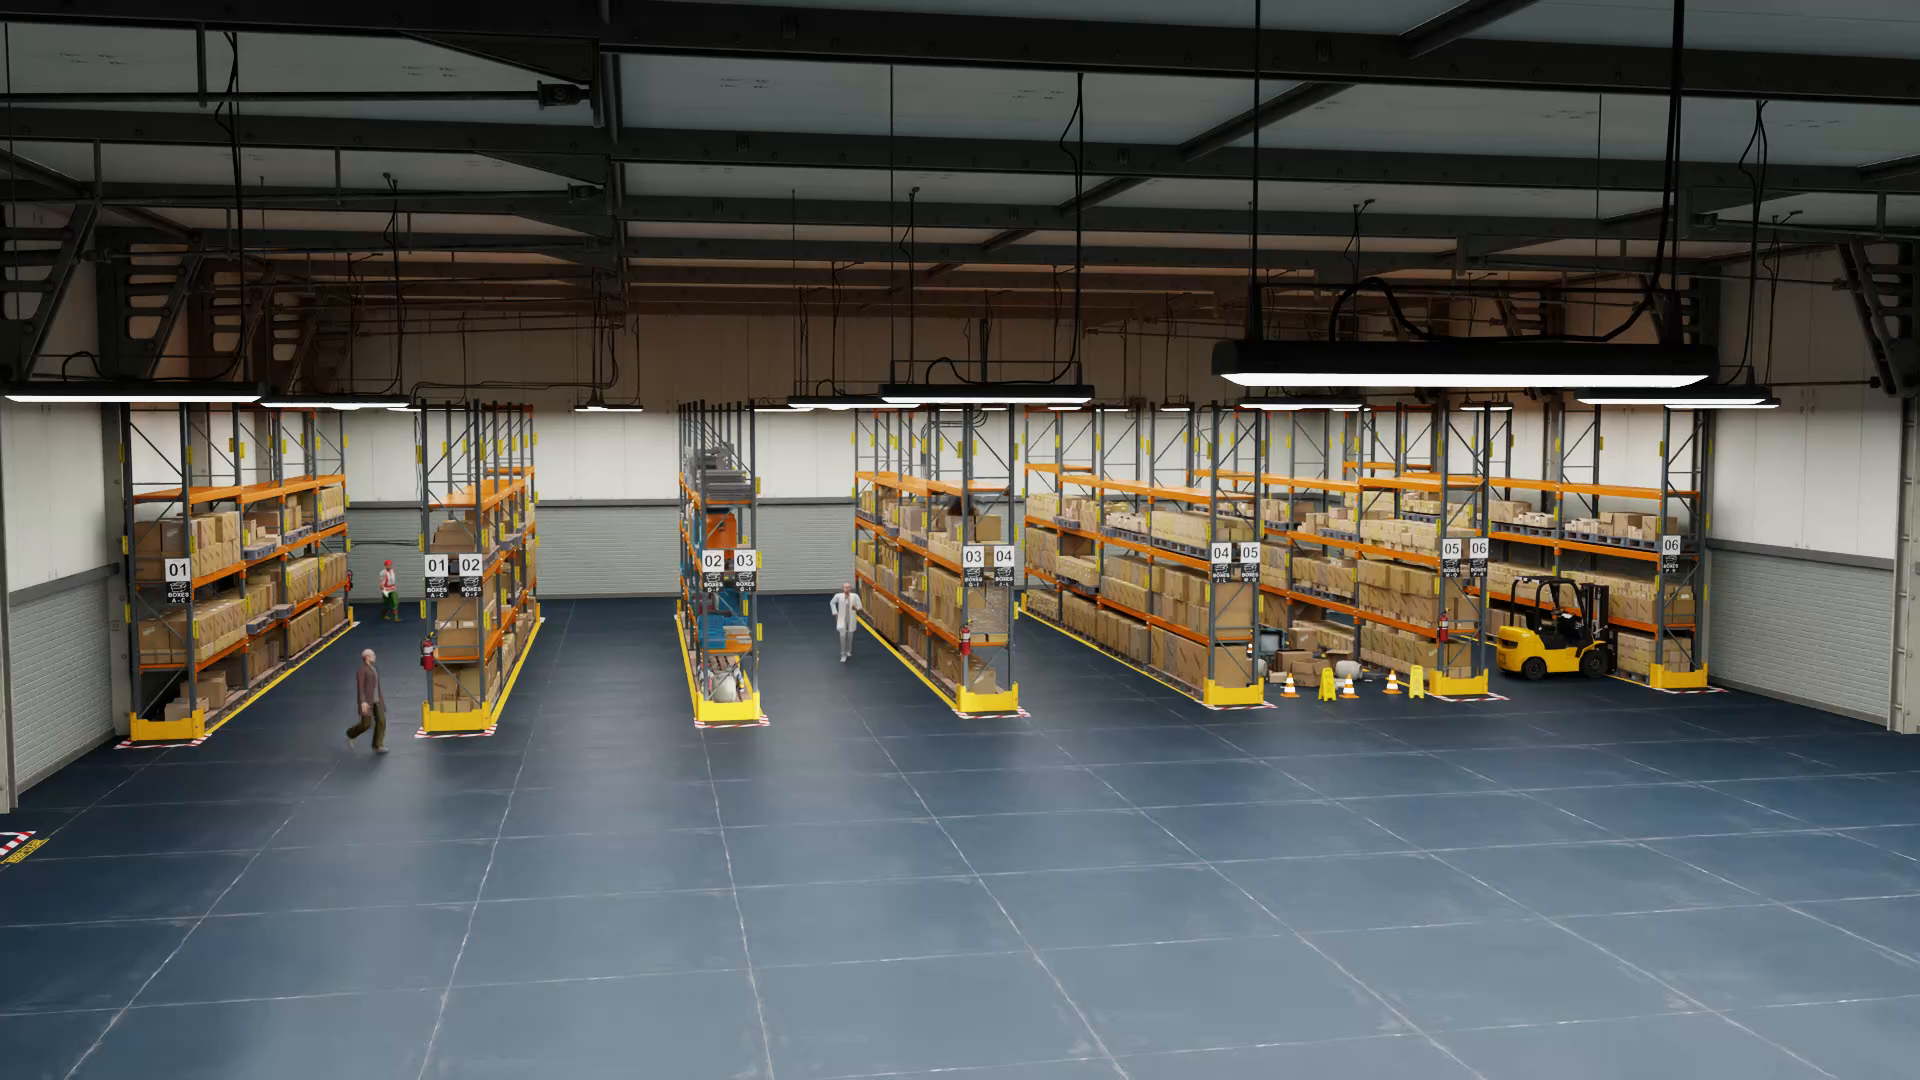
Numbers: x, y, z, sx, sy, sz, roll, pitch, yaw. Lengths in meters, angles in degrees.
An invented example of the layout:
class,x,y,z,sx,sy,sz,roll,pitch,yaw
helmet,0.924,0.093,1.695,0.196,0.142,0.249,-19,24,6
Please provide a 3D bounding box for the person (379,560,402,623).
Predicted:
class,x,y,z,sx,sy,sz,roll,pitch,yaw
person,-15.702,1.412,45.696,0.923,1.747,0.591,4,6,40

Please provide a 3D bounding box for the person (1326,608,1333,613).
class,x,y,z,sx,sy,sz,roll,pitch,yaw
person,10.646,1.306,48.067,0.403,1.599,0.446,-1,4,-15

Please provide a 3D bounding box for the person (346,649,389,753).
class,x,y,z,sx,sy,sz,roll,pitch,yaw
person,-10.016,2.714,28.096,0.802,1.750,0.593,2,5,29

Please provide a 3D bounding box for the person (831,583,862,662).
class,x,y,z,sx,sy,sz,roll,pitch,yaw
person,-2.646,1.922,38.813,0.732,1.860,0.845,-1,4,-8
